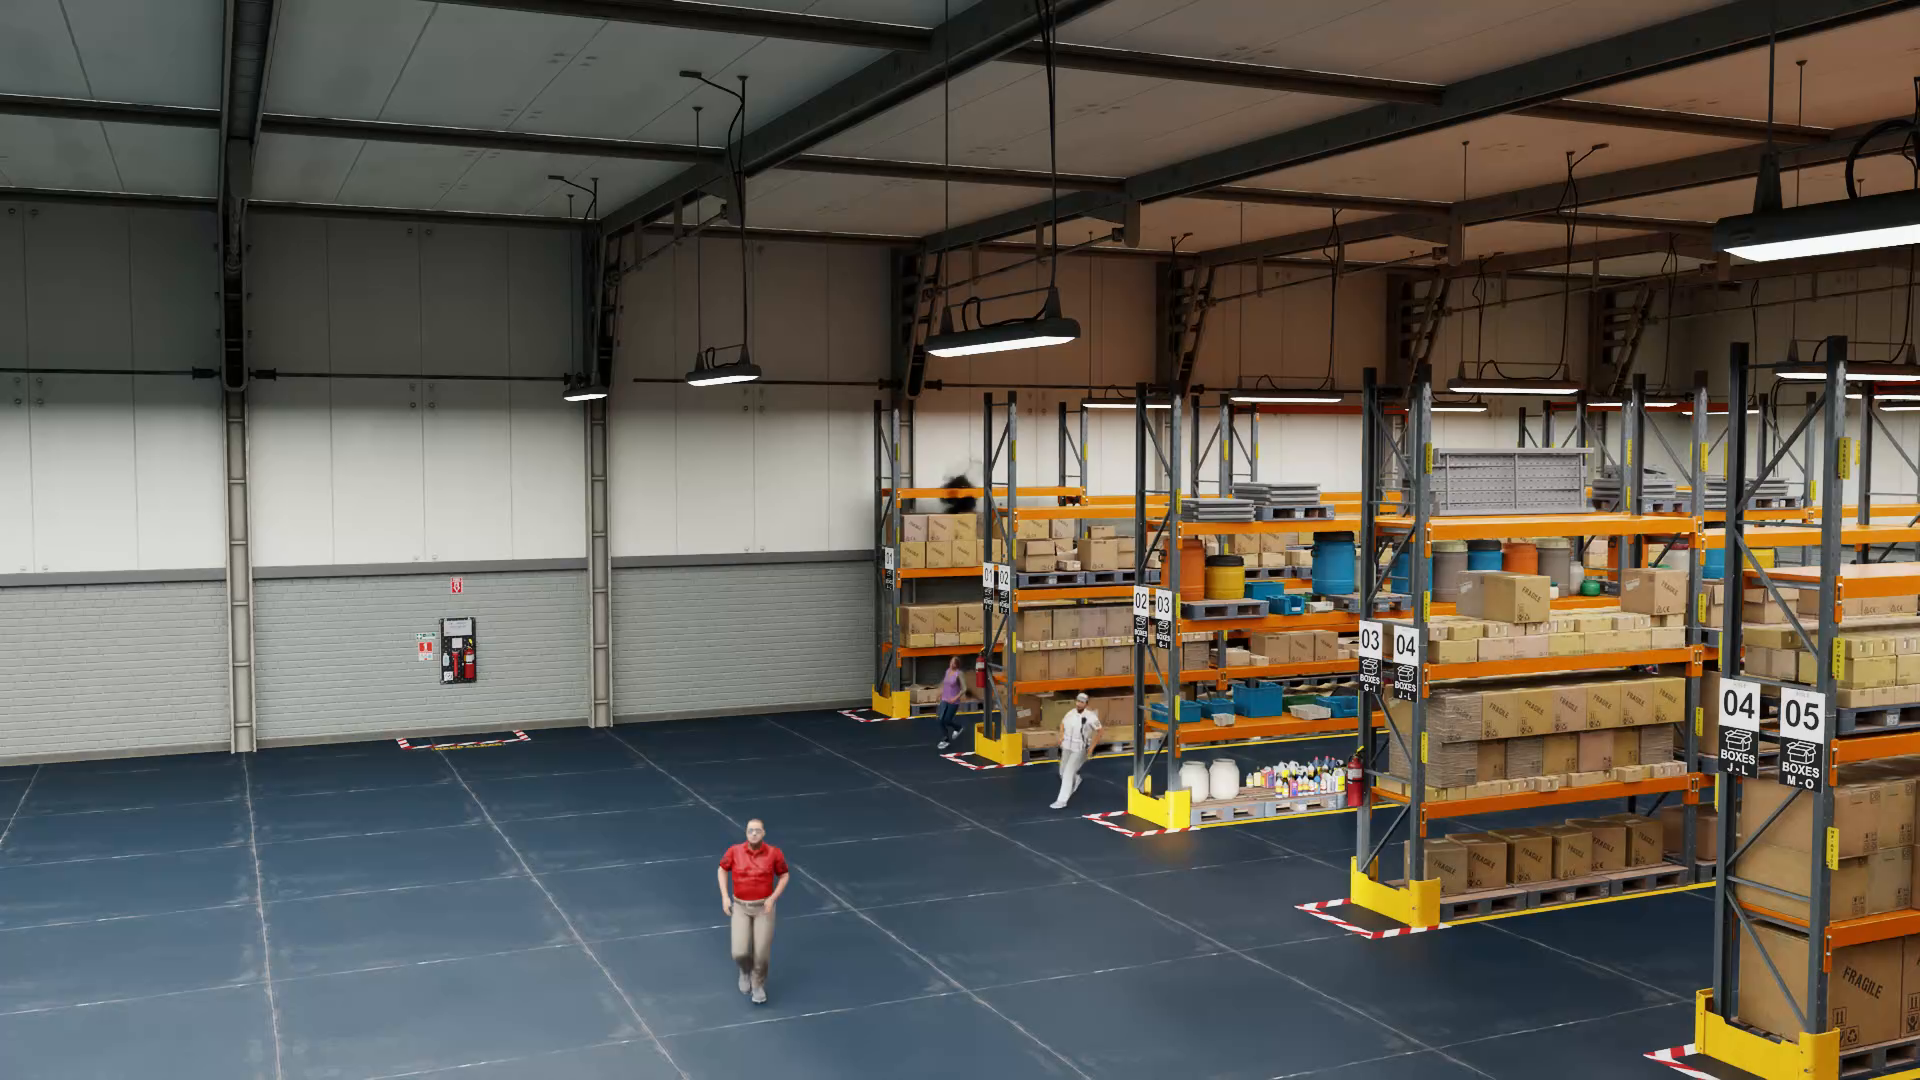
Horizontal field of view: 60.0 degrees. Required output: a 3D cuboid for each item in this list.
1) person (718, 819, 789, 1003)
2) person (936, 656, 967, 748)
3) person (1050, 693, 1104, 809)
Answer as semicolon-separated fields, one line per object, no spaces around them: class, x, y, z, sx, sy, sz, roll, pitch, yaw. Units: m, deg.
person;-1.919;3.423;15.407;0.668;1.690;0.526;0;3;-2
person;-0.106;2.754;28.310;0.590;1.566;0.582;3;4;39
person;1.673;2.980;23.663;0.655;1.619;0.817;2;4;36
